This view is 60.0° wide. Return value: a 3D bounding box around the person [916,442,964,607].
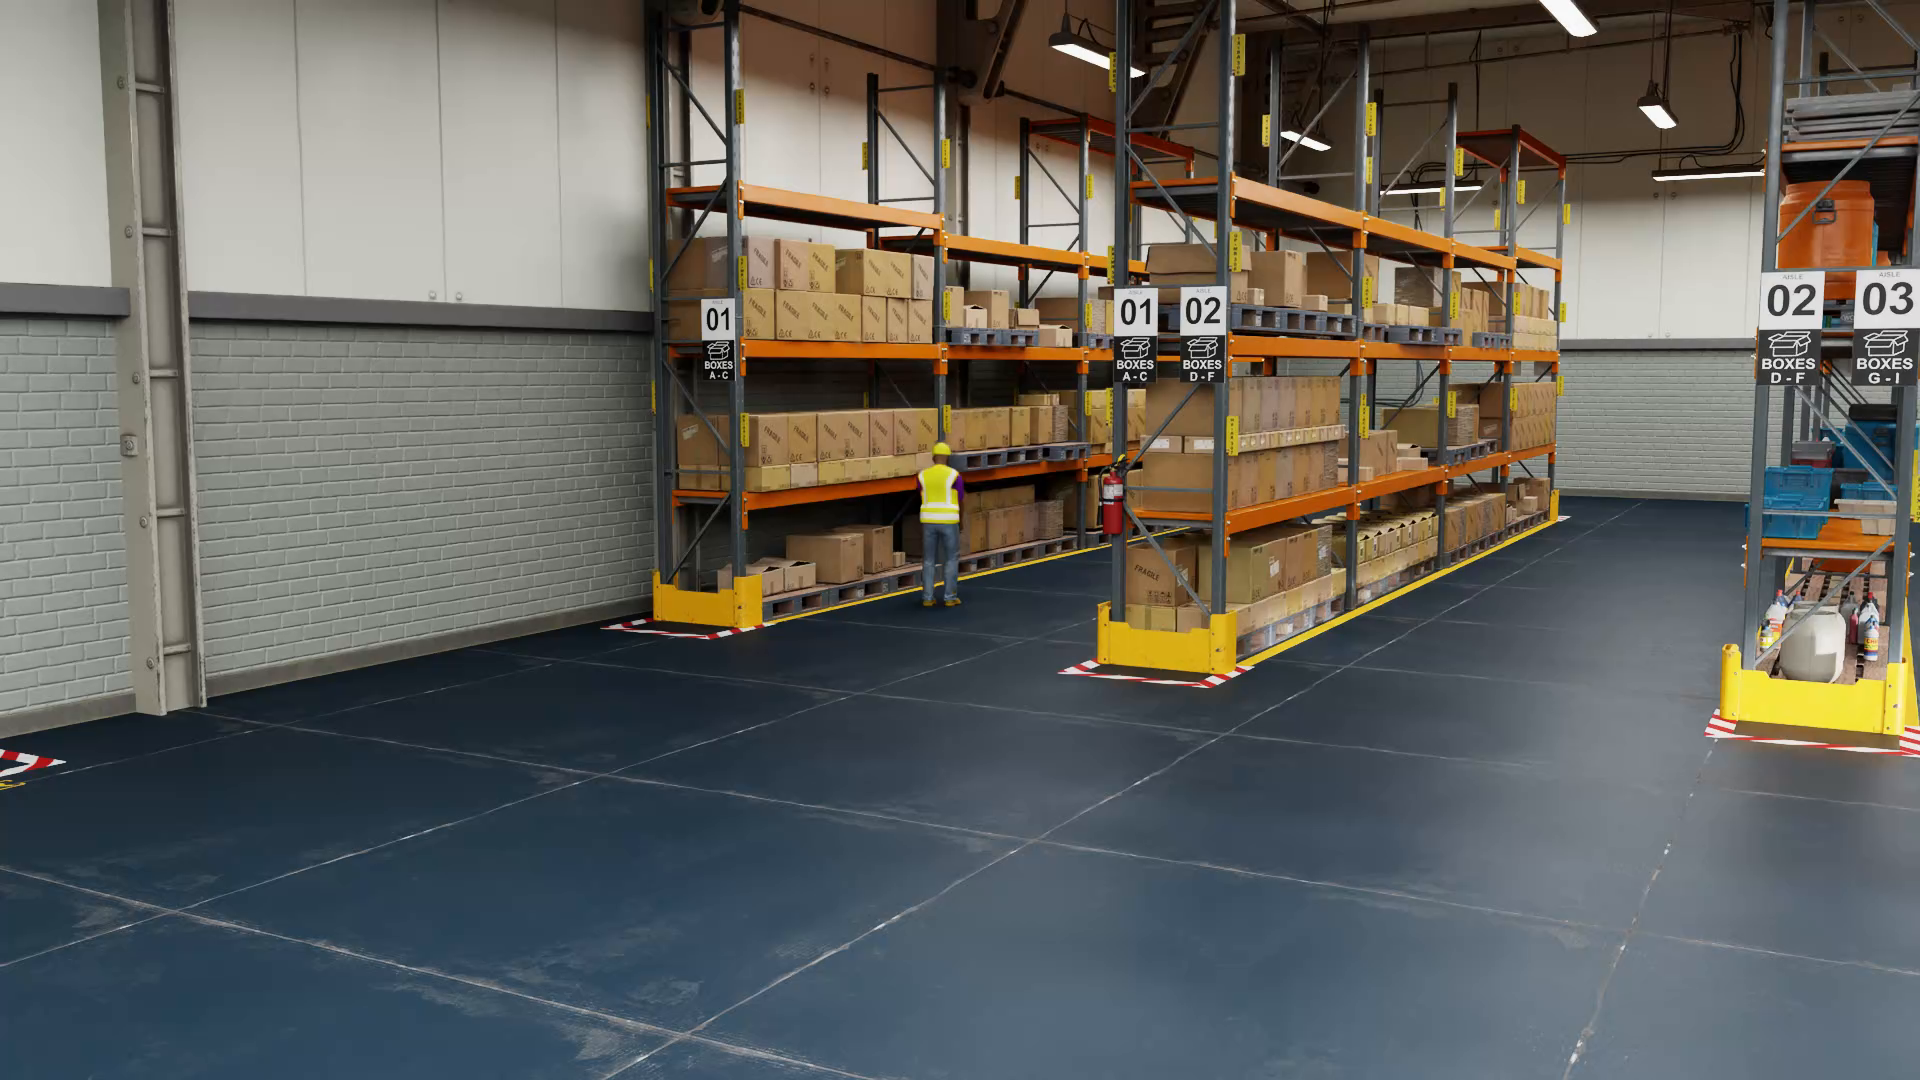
[{"bbox_3d":[-0.199,-0.178,17.835,0.501,1.746,0.597,2,6,15],"label":"person"}]
